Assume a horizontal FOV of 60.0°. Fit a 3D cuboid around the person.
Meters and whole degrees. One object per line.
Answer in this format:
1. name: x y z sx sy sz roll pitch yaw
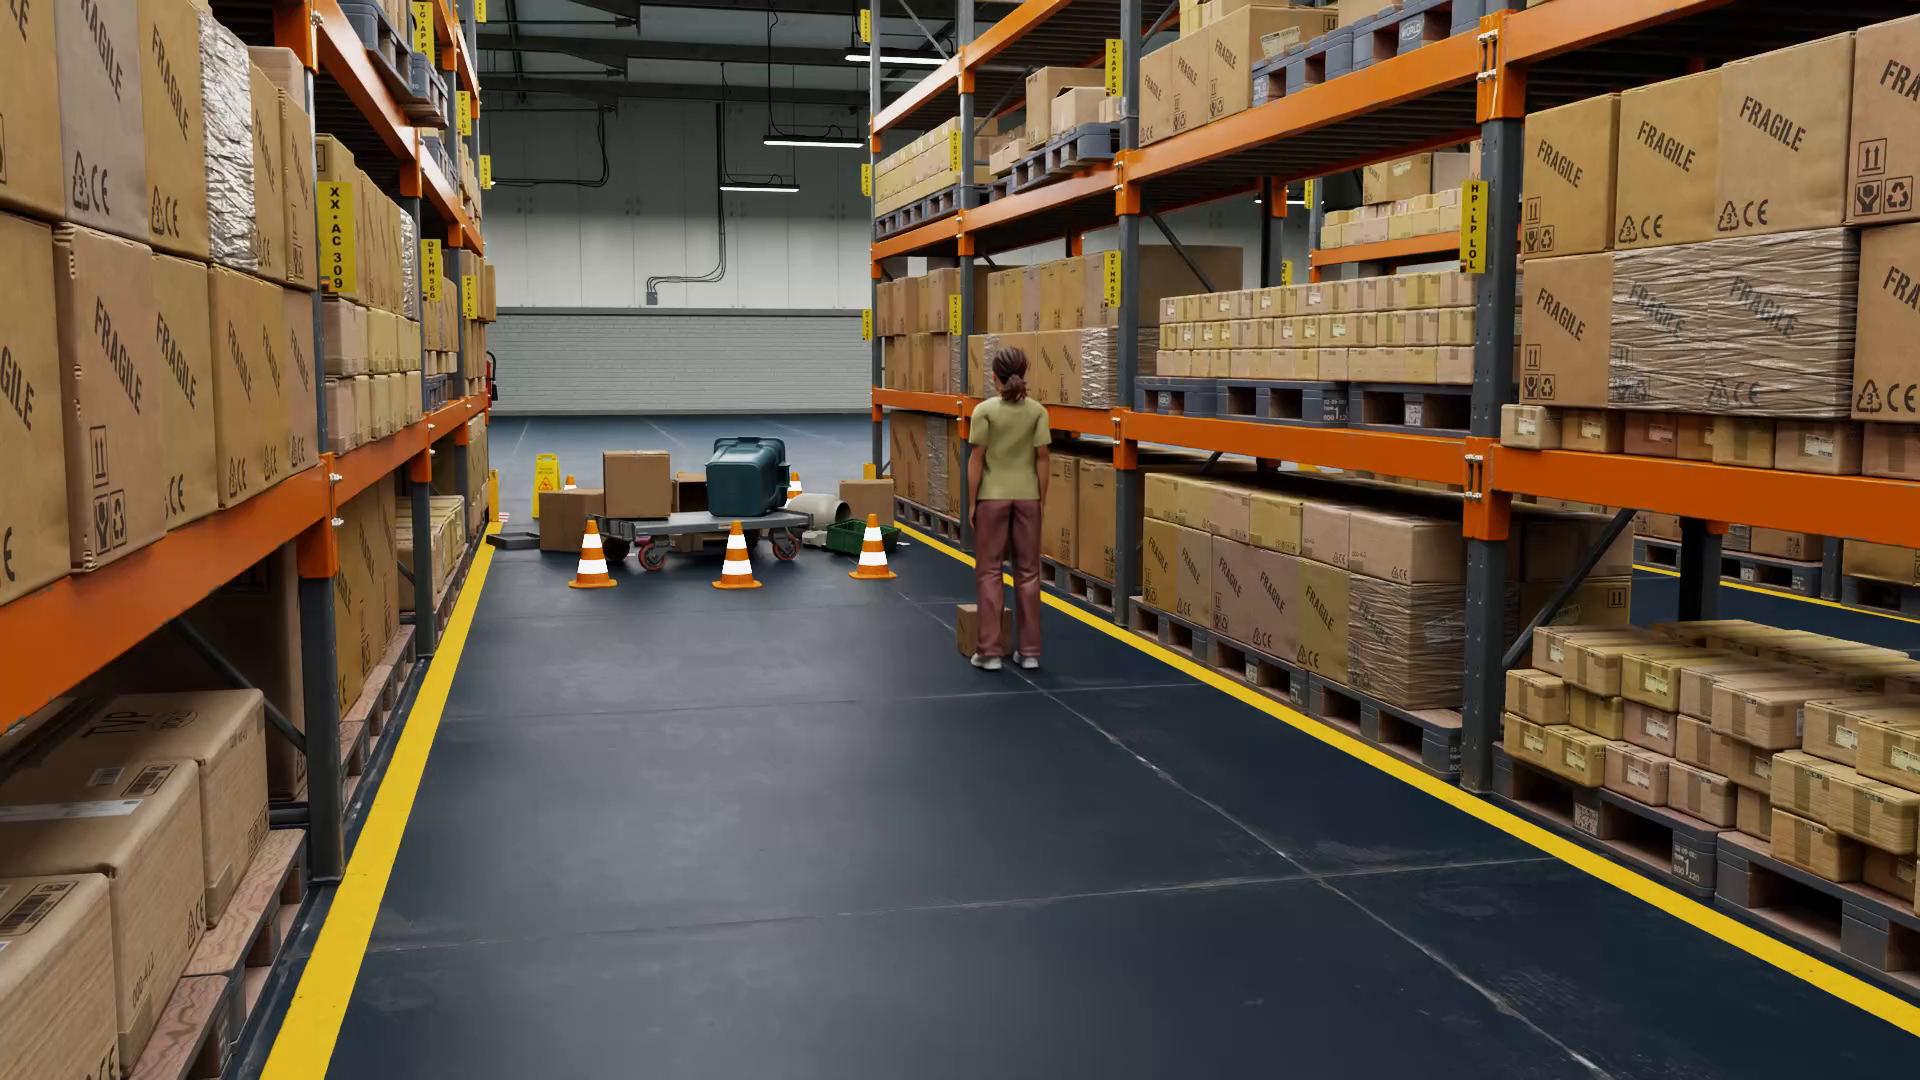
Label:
1. person: 0.248 -0.164 8.629 0.441 1.677 0.383 -1 6 -12
